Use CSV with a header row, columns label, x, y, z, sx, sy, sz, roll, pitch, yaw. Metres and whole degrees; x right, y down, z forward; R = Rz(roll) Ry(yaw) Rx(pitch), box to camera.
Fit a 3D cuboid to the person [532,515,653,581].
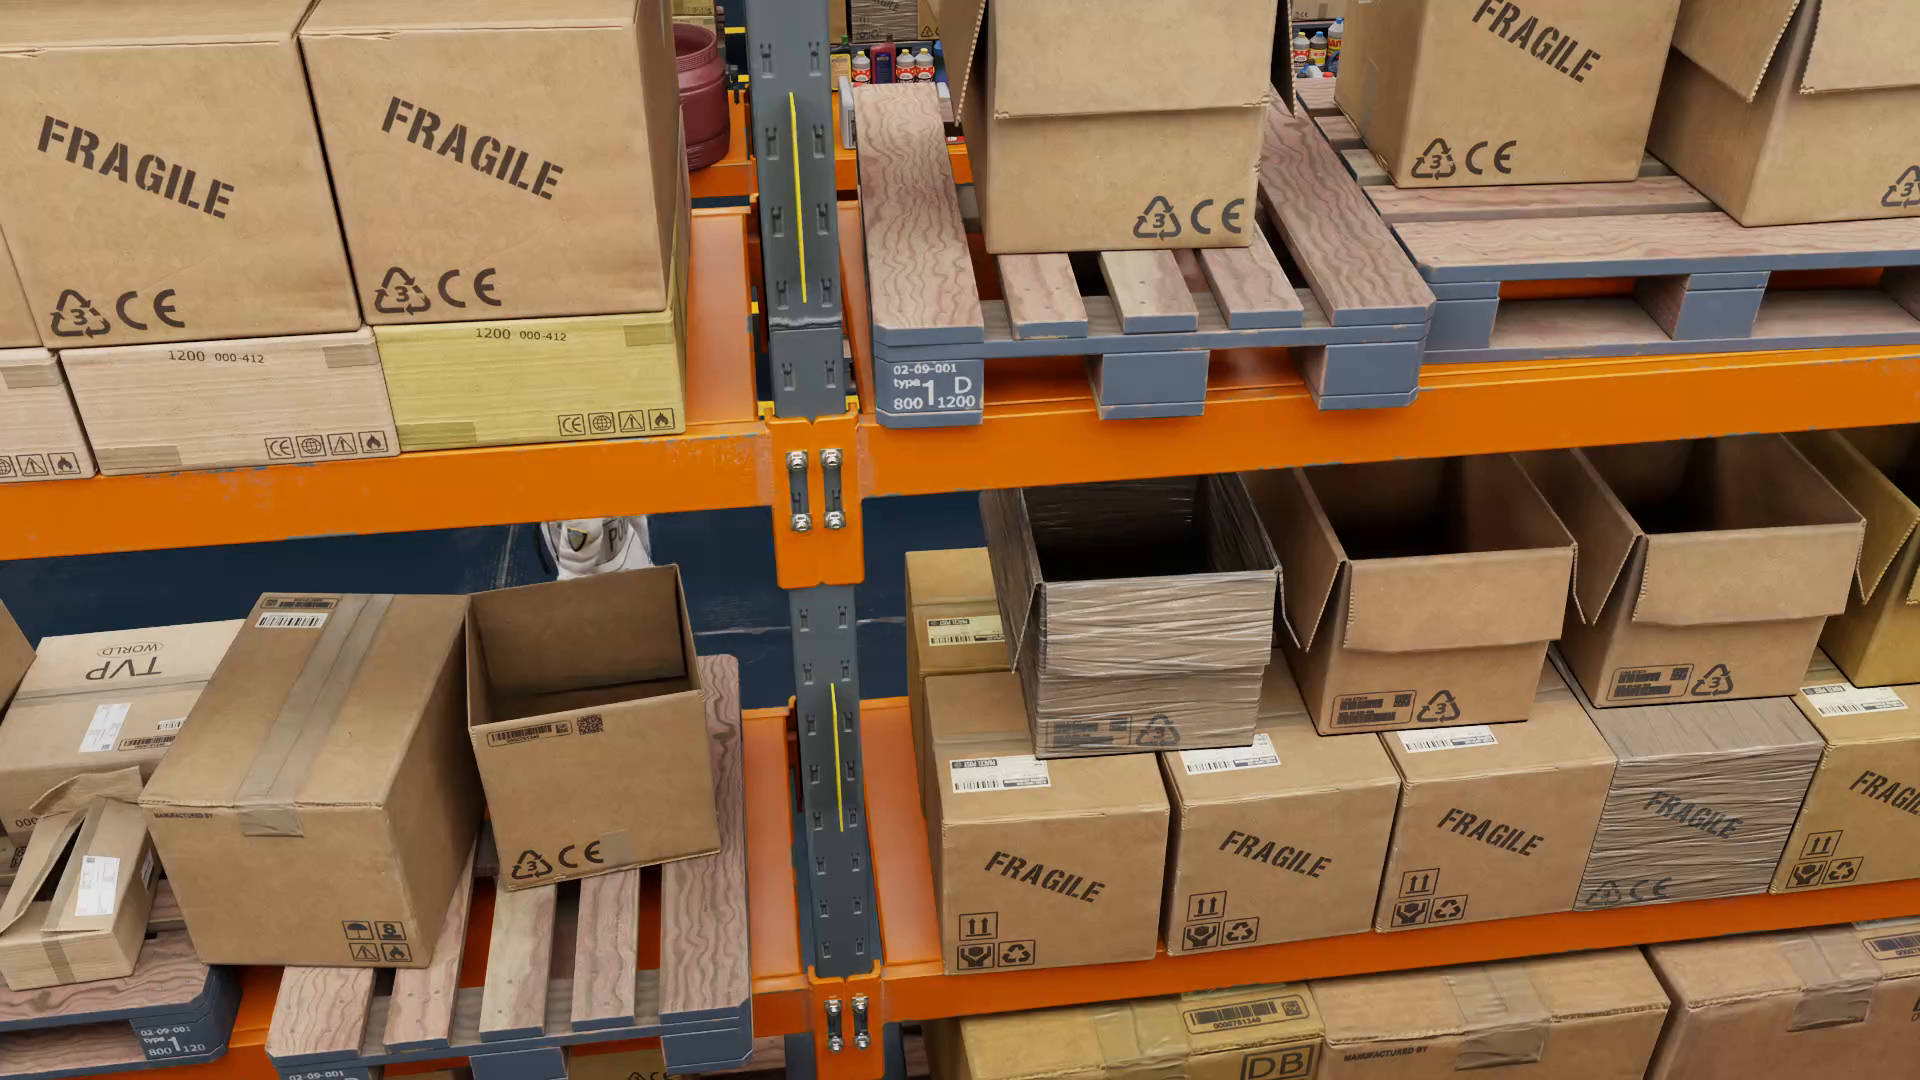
label,x,y,z,sx,sy,sz,roll,pitch,yaw
person,-1.269,0.198,5.843,0.493,1.741,0.522,0,35,0
